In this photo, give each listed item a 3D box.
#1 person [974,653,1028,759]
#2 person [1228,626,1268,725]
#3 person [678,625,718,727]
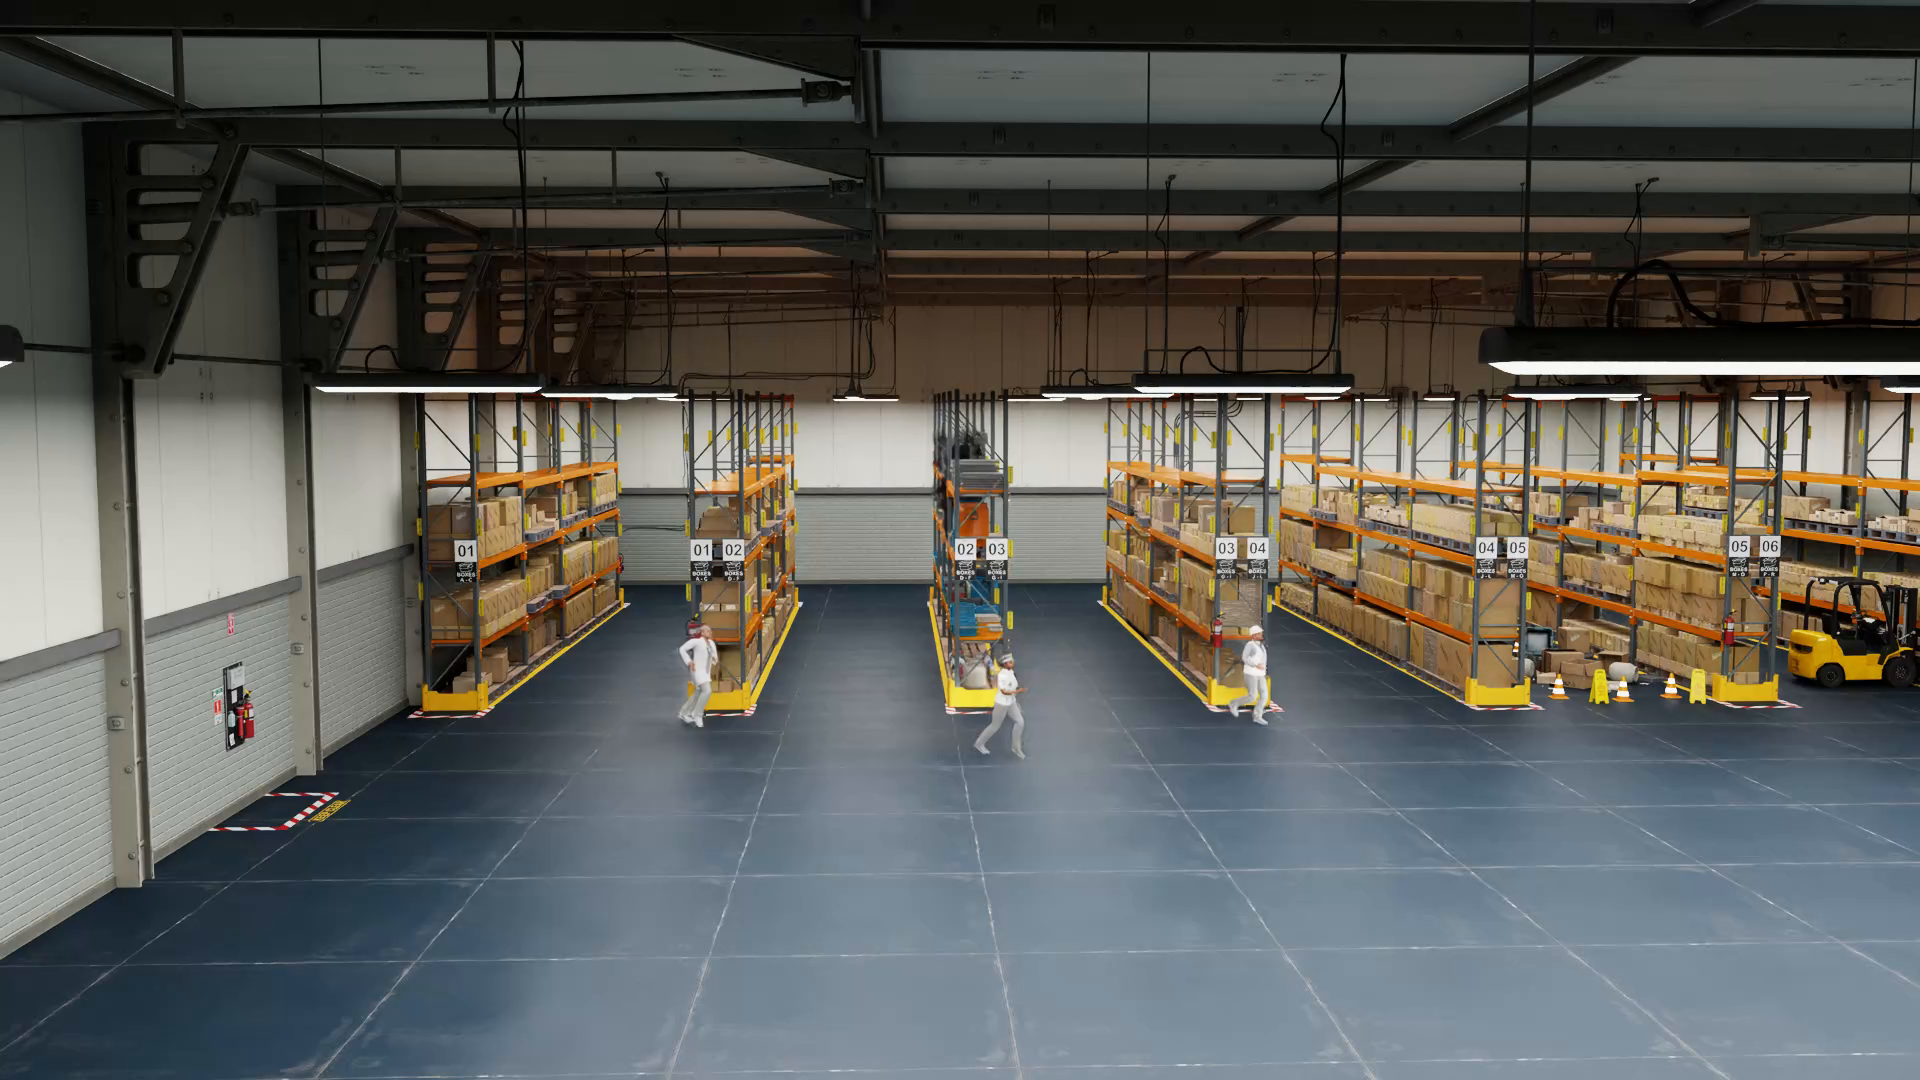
[{"bbox_3d":[0.693,2.683,26.988,0.892,1.746,0.585,2,5,25],"label":"person"},{"bbox_3d":[5.278,2.418,30.012,0.765,1.758,0.676,4,6,40],"label":"person"},{"bbox_3d":[-4.671,2.421,29.876,0.729,1.786,0.695,2,5,26],"label":"person"}]
